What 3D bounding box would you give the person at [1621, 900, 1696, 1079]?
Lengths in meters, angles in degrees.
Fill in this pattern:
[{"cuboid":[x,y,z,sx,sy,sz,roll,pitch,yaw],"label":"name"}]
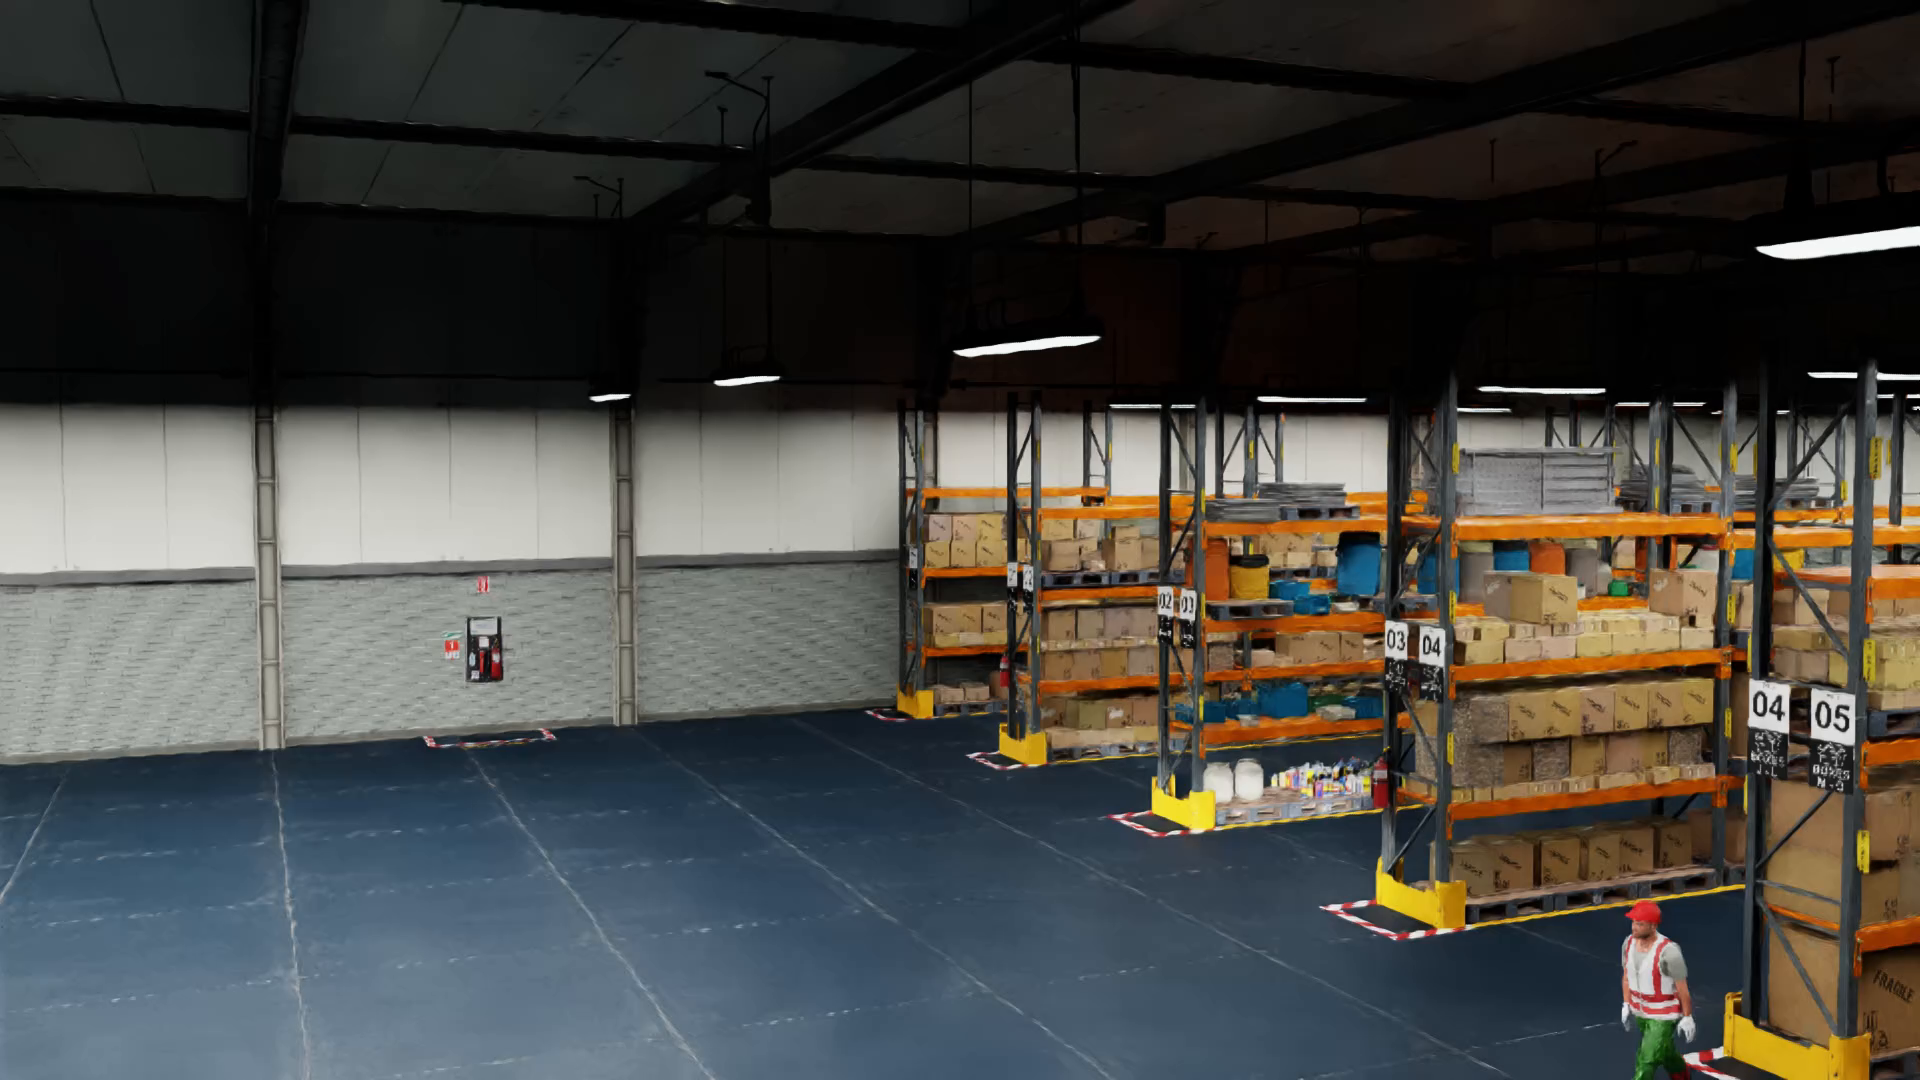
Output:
[{"cuboid":[5.189,3.558,12.546,1.123,1.709,0.553,-1,4,-21],"label":"person"}]
